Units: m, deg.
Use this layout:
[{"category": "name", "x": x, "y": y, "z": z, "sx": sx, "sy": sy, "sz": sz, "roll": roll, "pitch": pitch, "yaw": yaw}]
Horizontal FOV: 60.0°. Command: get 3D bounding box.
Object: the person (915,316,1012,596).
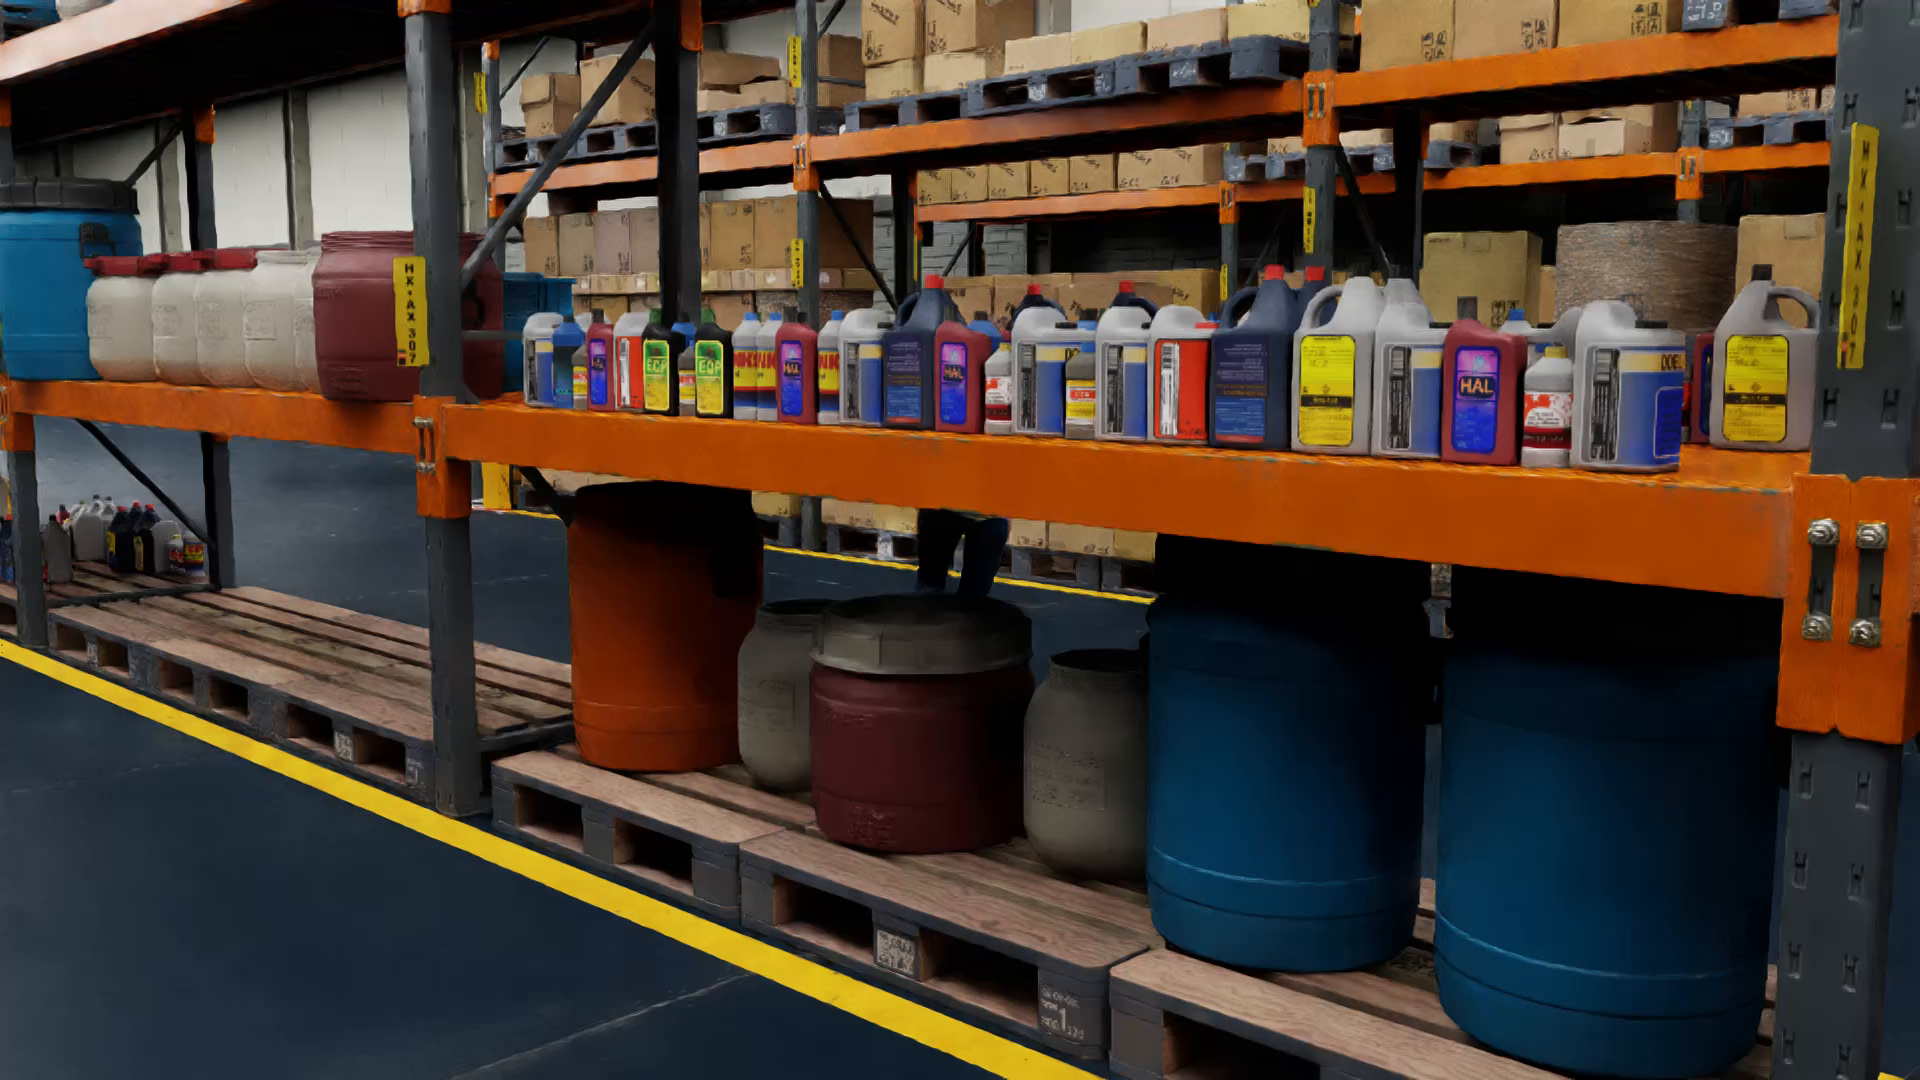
[{"category": "person", "x": 0.030, "y": -0.077, "z": 6.488, "sx": 0.461, "sy": 1.569, "sz": 0.447, "roll": 1, "pitch": 7, "yaw": 8}]
